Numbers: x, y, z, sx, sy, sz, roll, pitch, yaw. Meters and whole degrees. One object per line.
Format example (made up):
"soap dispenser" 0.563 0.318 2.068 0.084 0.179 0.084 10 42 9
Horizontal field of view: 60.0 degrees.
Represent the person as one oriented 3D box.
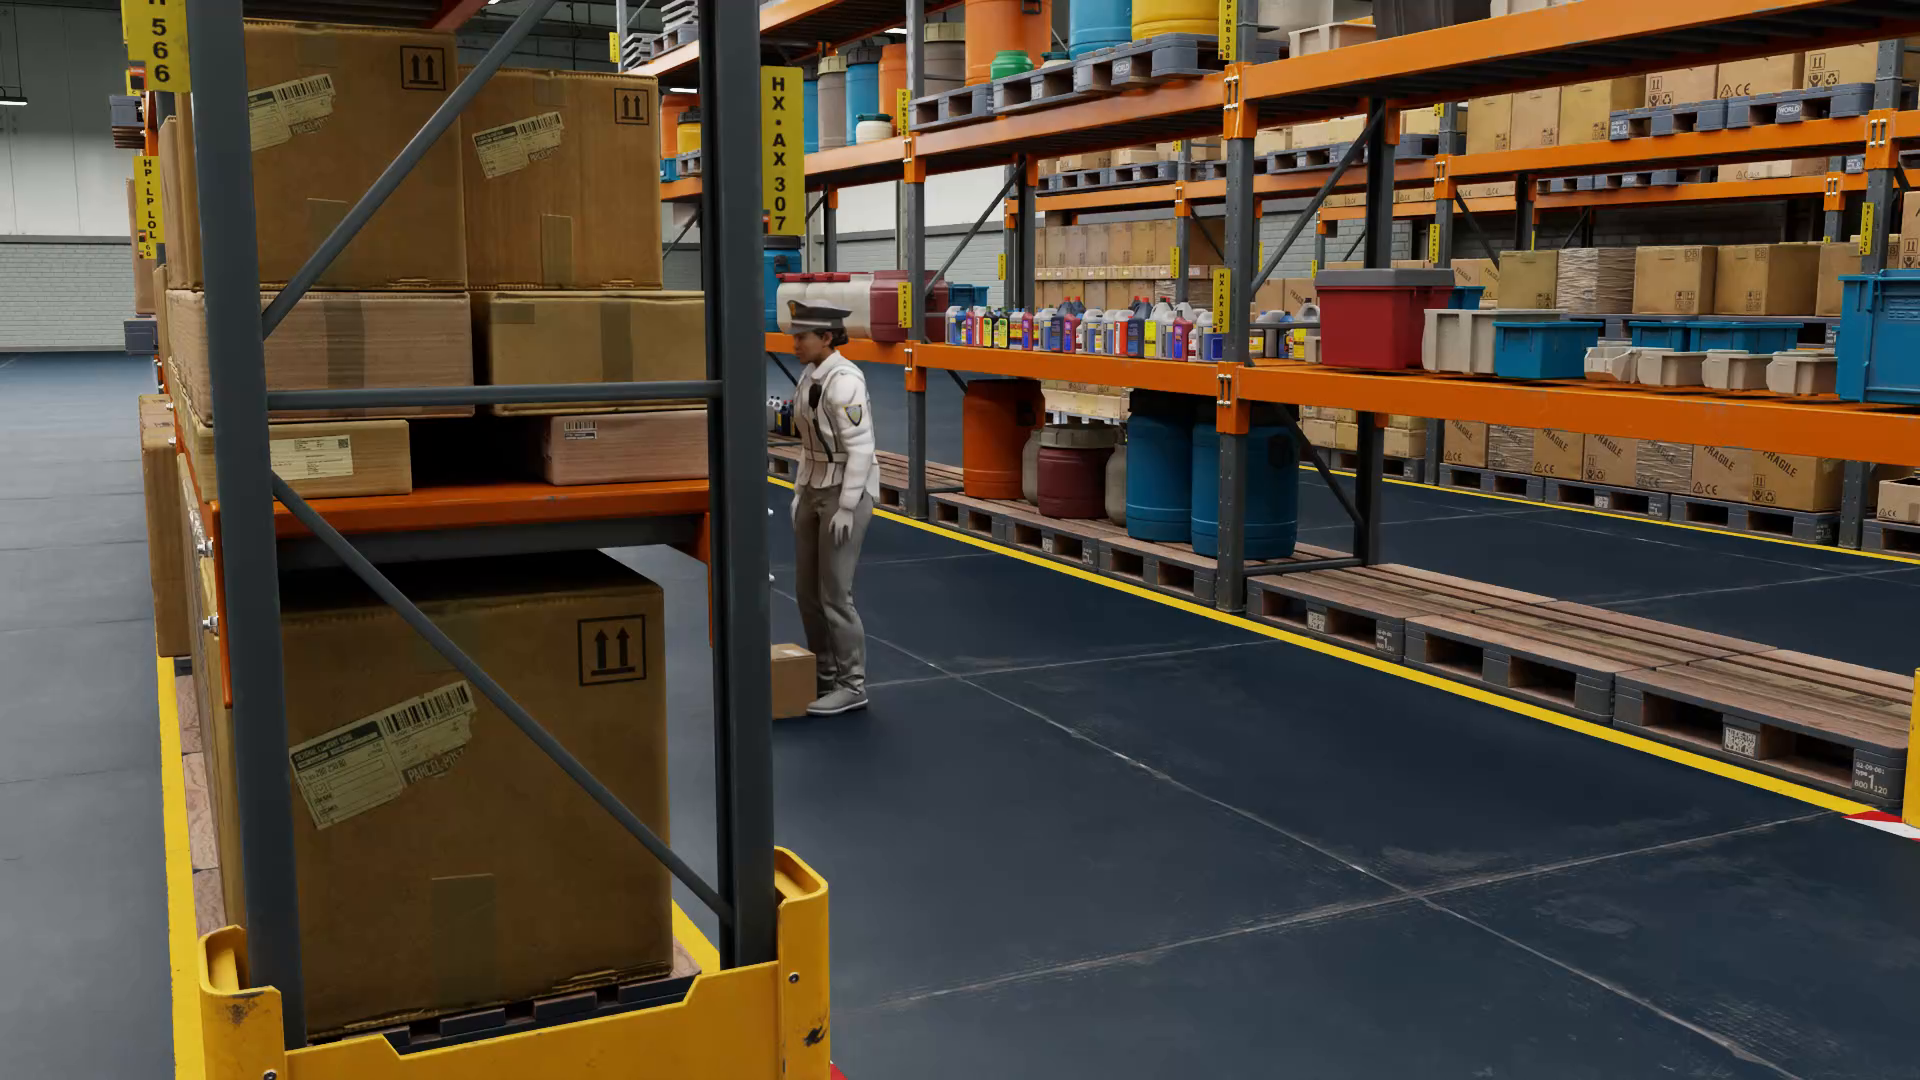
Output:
"person" -0.529 -0.140 6.759 0.369 1.663 0.518 -5 10 -28
